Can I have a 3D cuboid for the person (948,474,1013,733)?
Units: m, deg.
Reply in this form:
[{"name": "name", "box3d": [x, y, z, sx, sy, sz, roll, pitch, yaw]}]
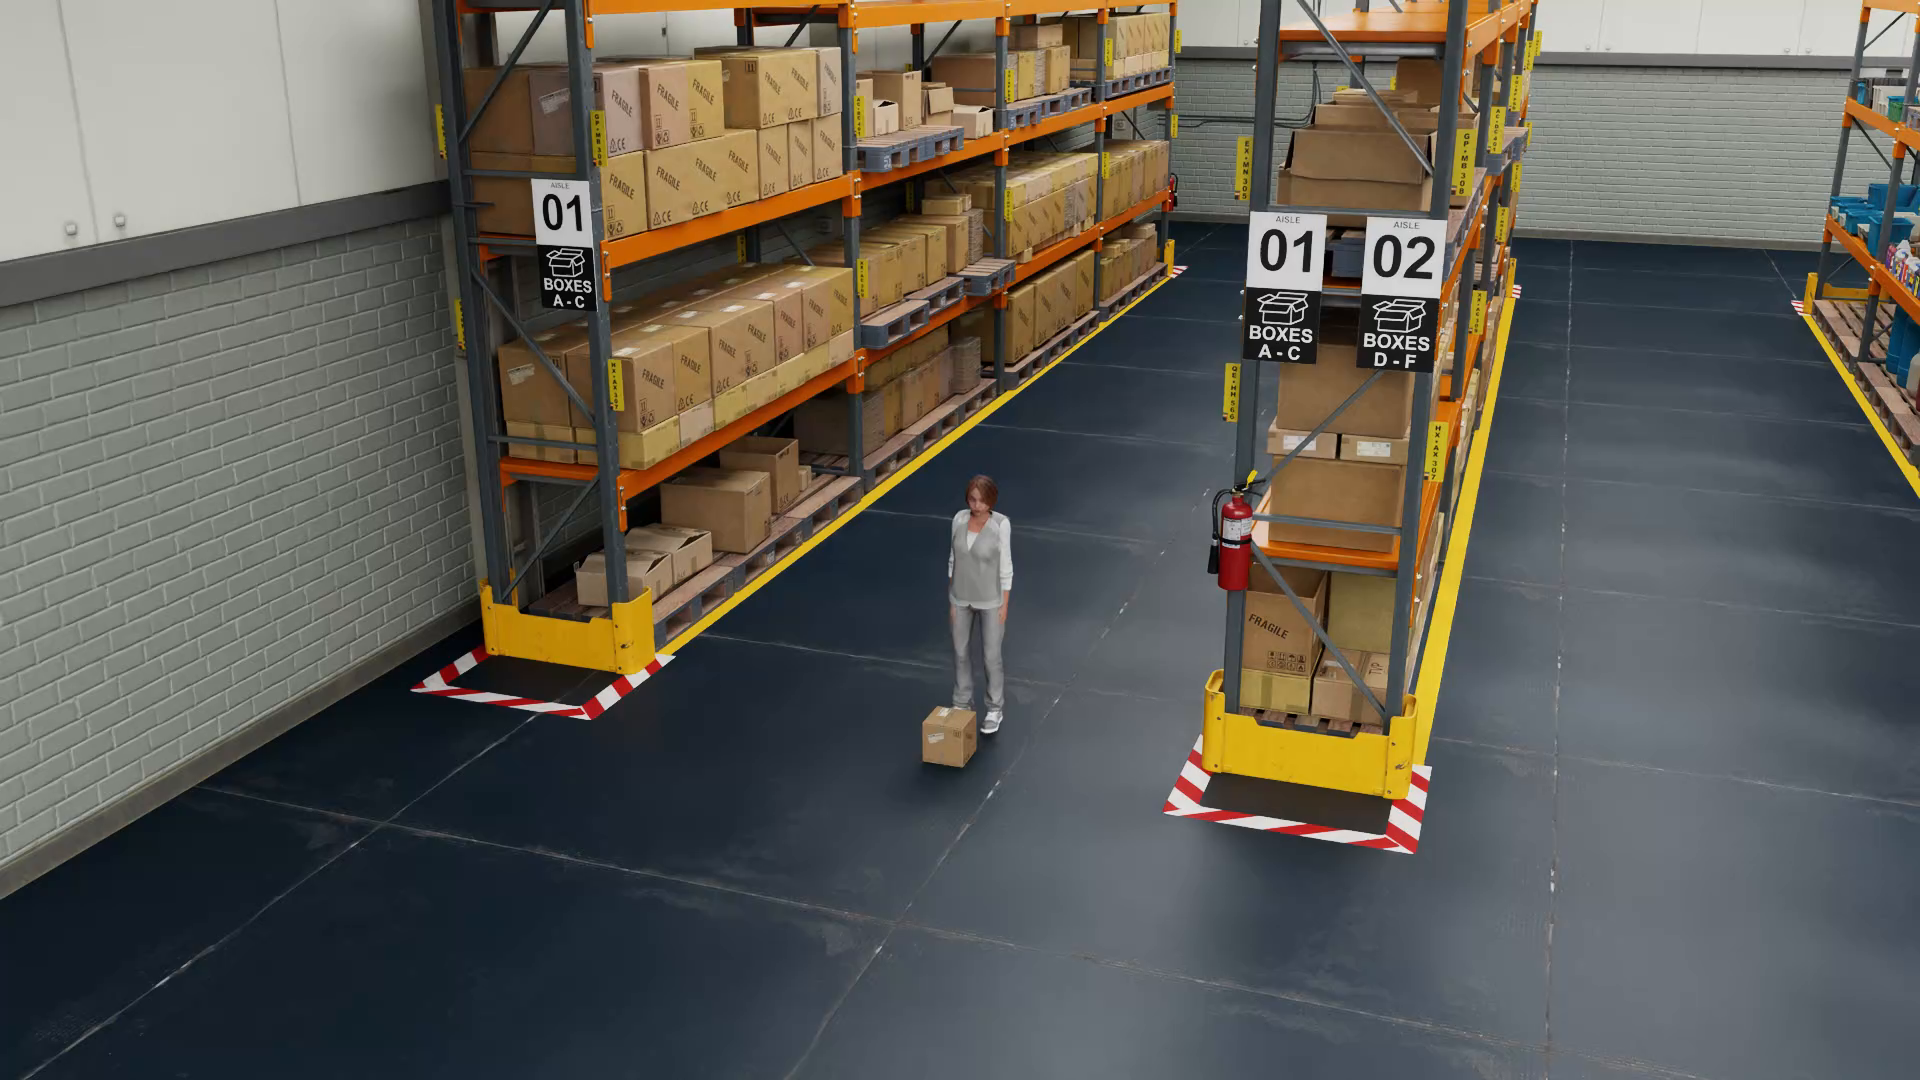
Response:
[{"name": "person", "box3d": [0.120, 0.386, 9.981, 0.405, 1.583, 0.304, 7, 20, 19]}]
